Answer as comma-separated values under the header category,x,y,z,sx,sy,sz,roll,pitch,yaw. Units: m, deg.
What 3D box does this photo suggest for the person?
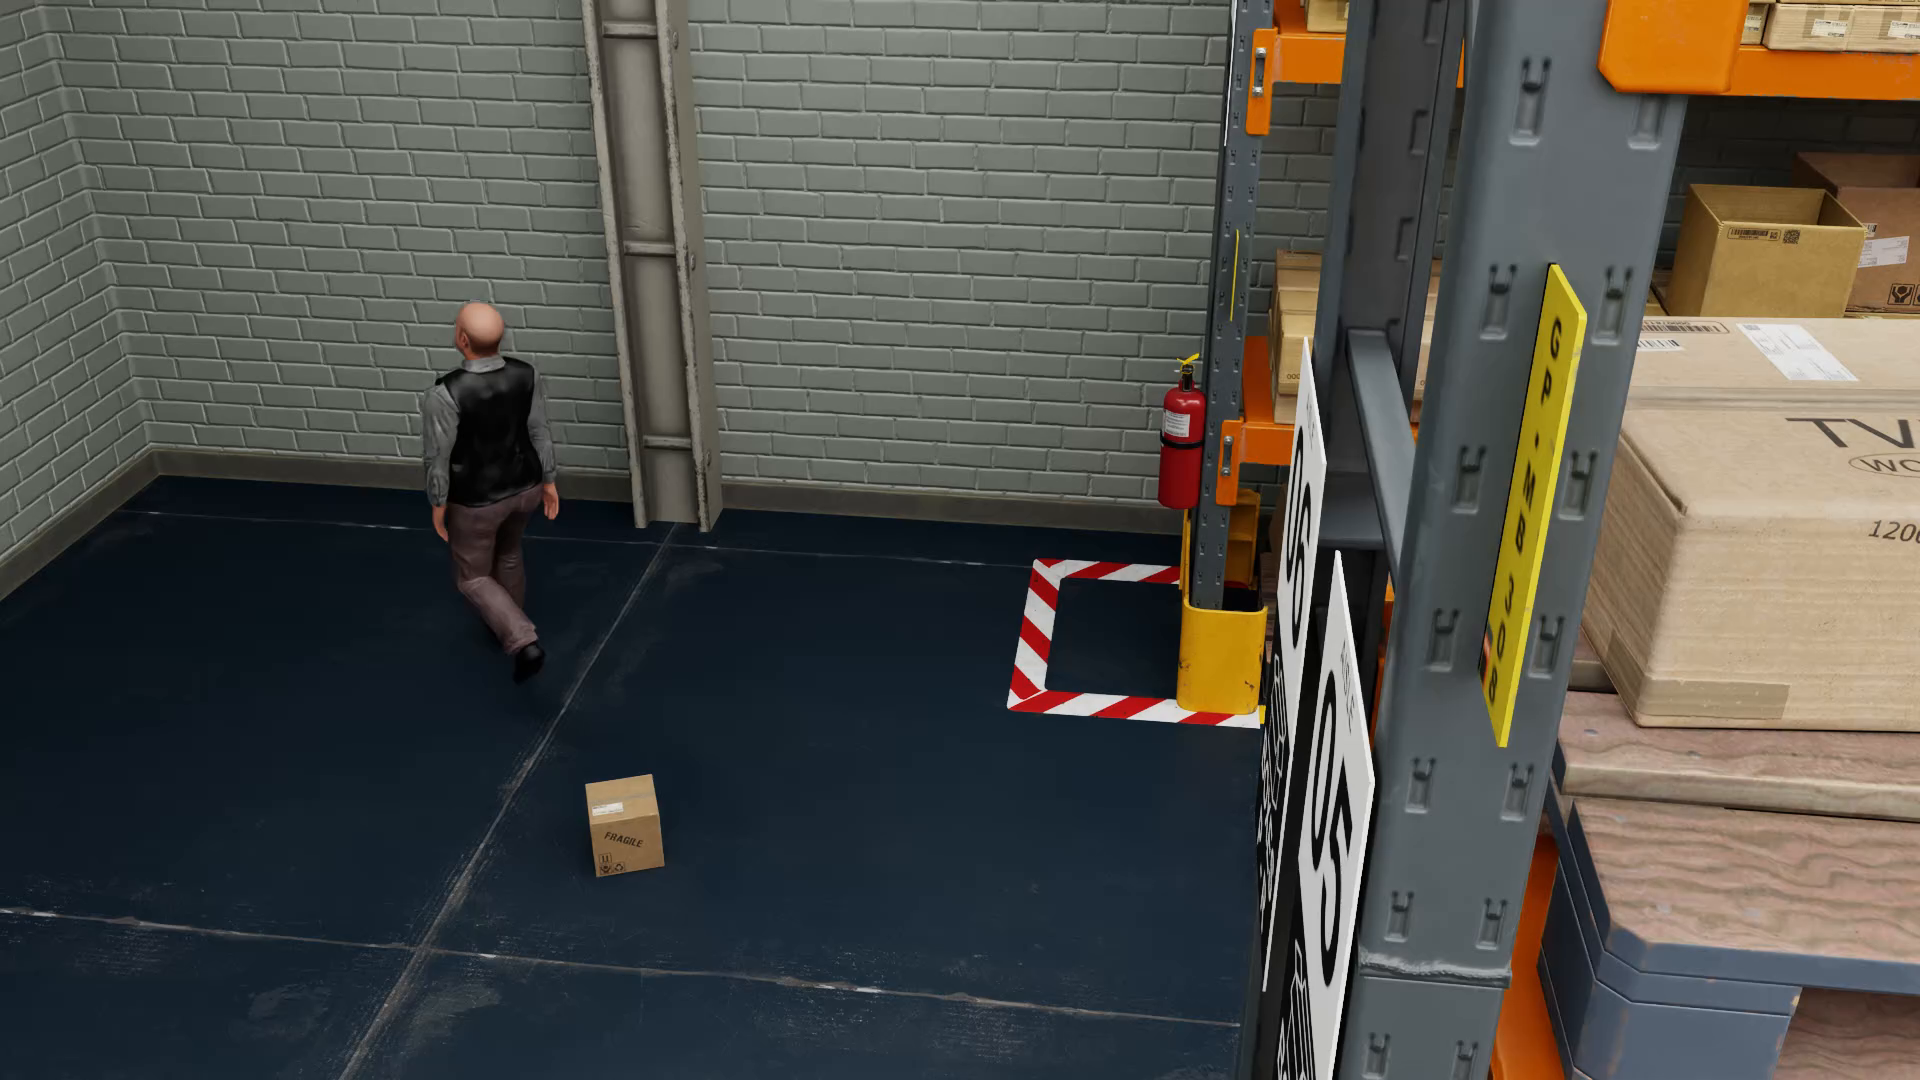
category,x,y,z,sx,sy,sz,roll,pitch,yaw
person,-1.957,-0.188,6.990,0.549,1.690,0.808,-25,37,-38
